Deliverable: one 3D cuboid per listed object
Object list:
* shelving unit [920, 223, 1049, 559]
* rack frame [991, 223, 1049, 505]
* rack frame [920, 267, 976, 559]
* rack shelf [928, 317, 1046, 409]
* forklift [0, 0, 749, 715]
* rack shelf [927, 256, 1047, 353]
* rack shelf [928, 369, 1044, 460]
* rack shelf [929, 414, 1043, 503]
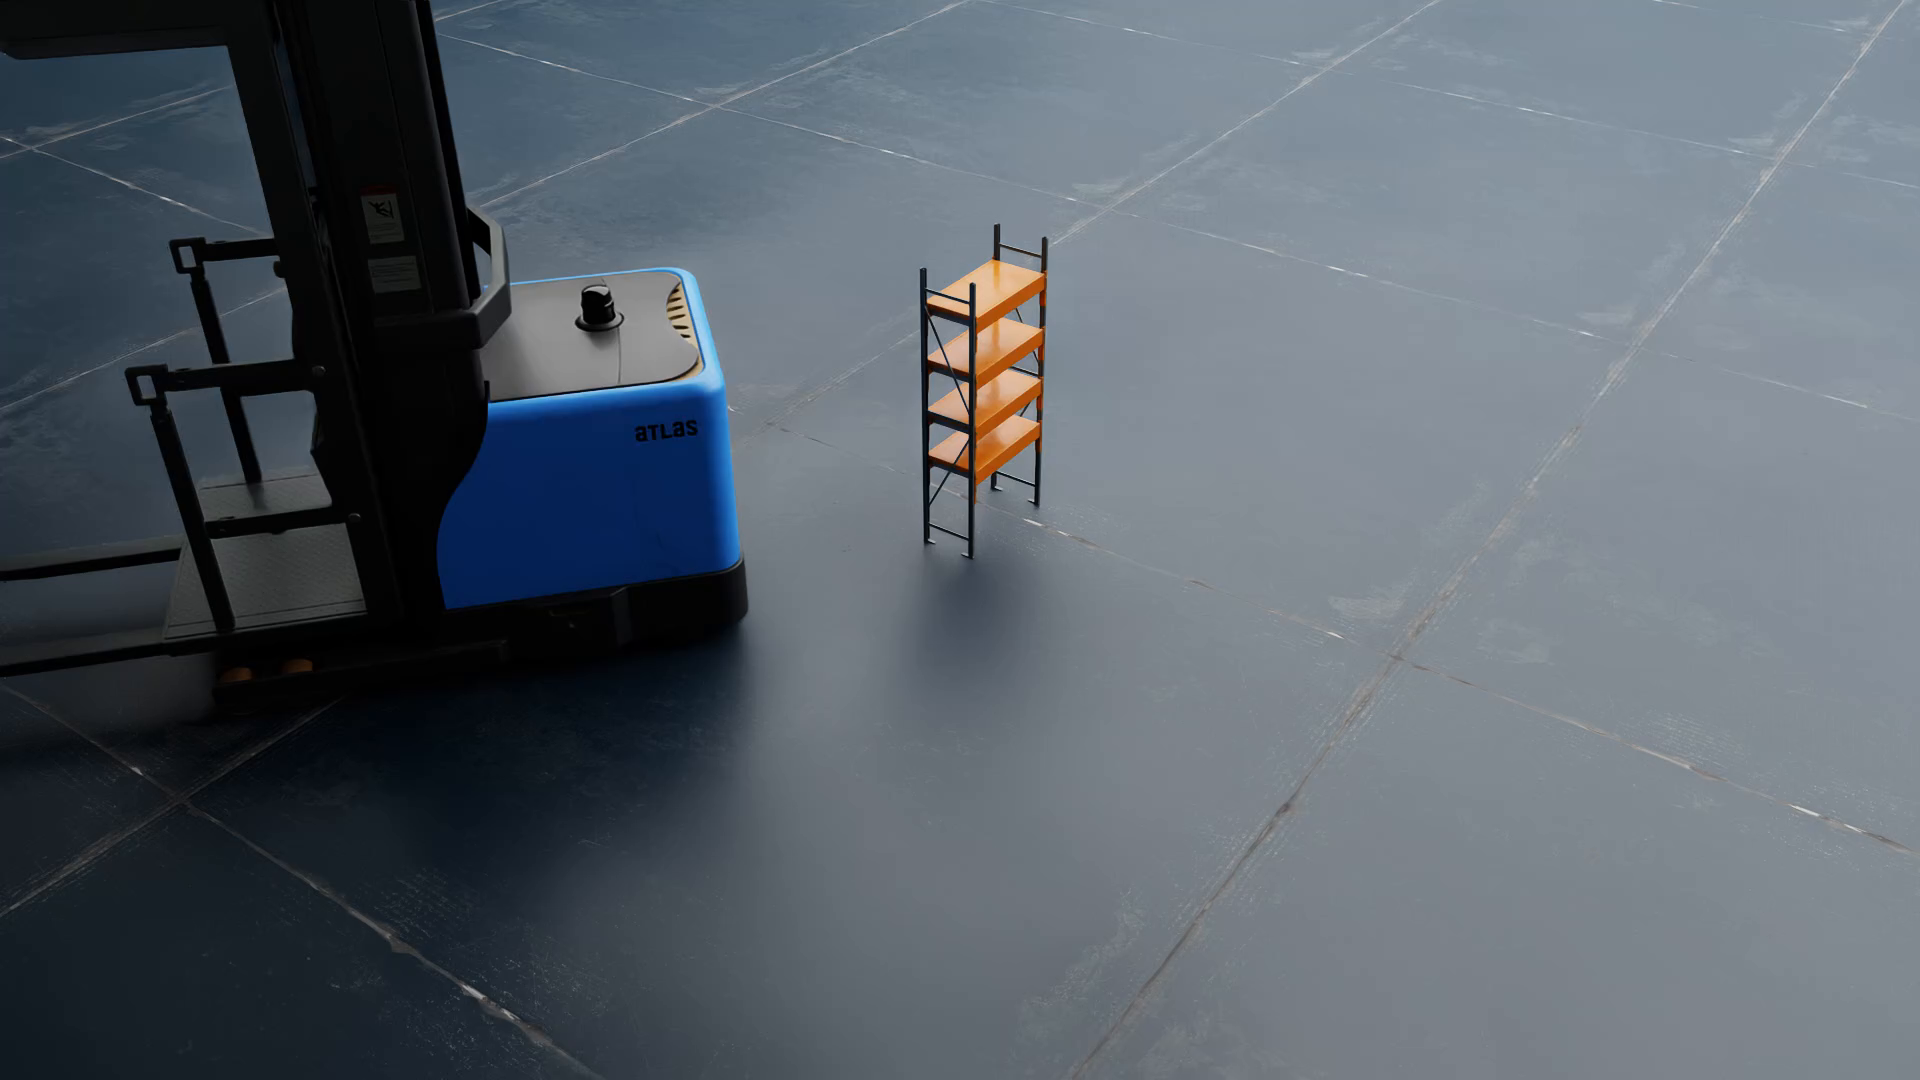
[{"bbox_3d":[0.094,-0.573,6.527,0.258,1.200,0.503,21,39,28],"label":"shelving unit"},{"bbox_3d":[0.234,-0.685,6.693,0.240,1.200,0.015,21,39,28],"label":"rack frame"},{"bbox_3d":[-0.045,-0.461,6.360,0.240,1.200,0.015,21,39,28],"label":"rack frame"},{"bbox_3d":[0.094,-0.703,6.439,0.258,0.148,0.480,21,39,28],"label":"rack shelf"},{"bbox_3d":[-2.368,-0.927,5.504,3.031,2.935,1.130,-8,35,-12],"label":"forklift"},{"bbox_3d":[0.094,-0.899,6.306,0.258,0.148,0.480,21,39,28],"label":"rack shelf"},{"bbox_3d":[0.094,-0.517,6.564,0.258,0.148,0.480,21,39,28],"label":"rack shelf"},{"bbox_3d":[0.094,-0.353,6.675,0.258,0.148,0.480,21,39,28],"label":"rack shelf"}]
